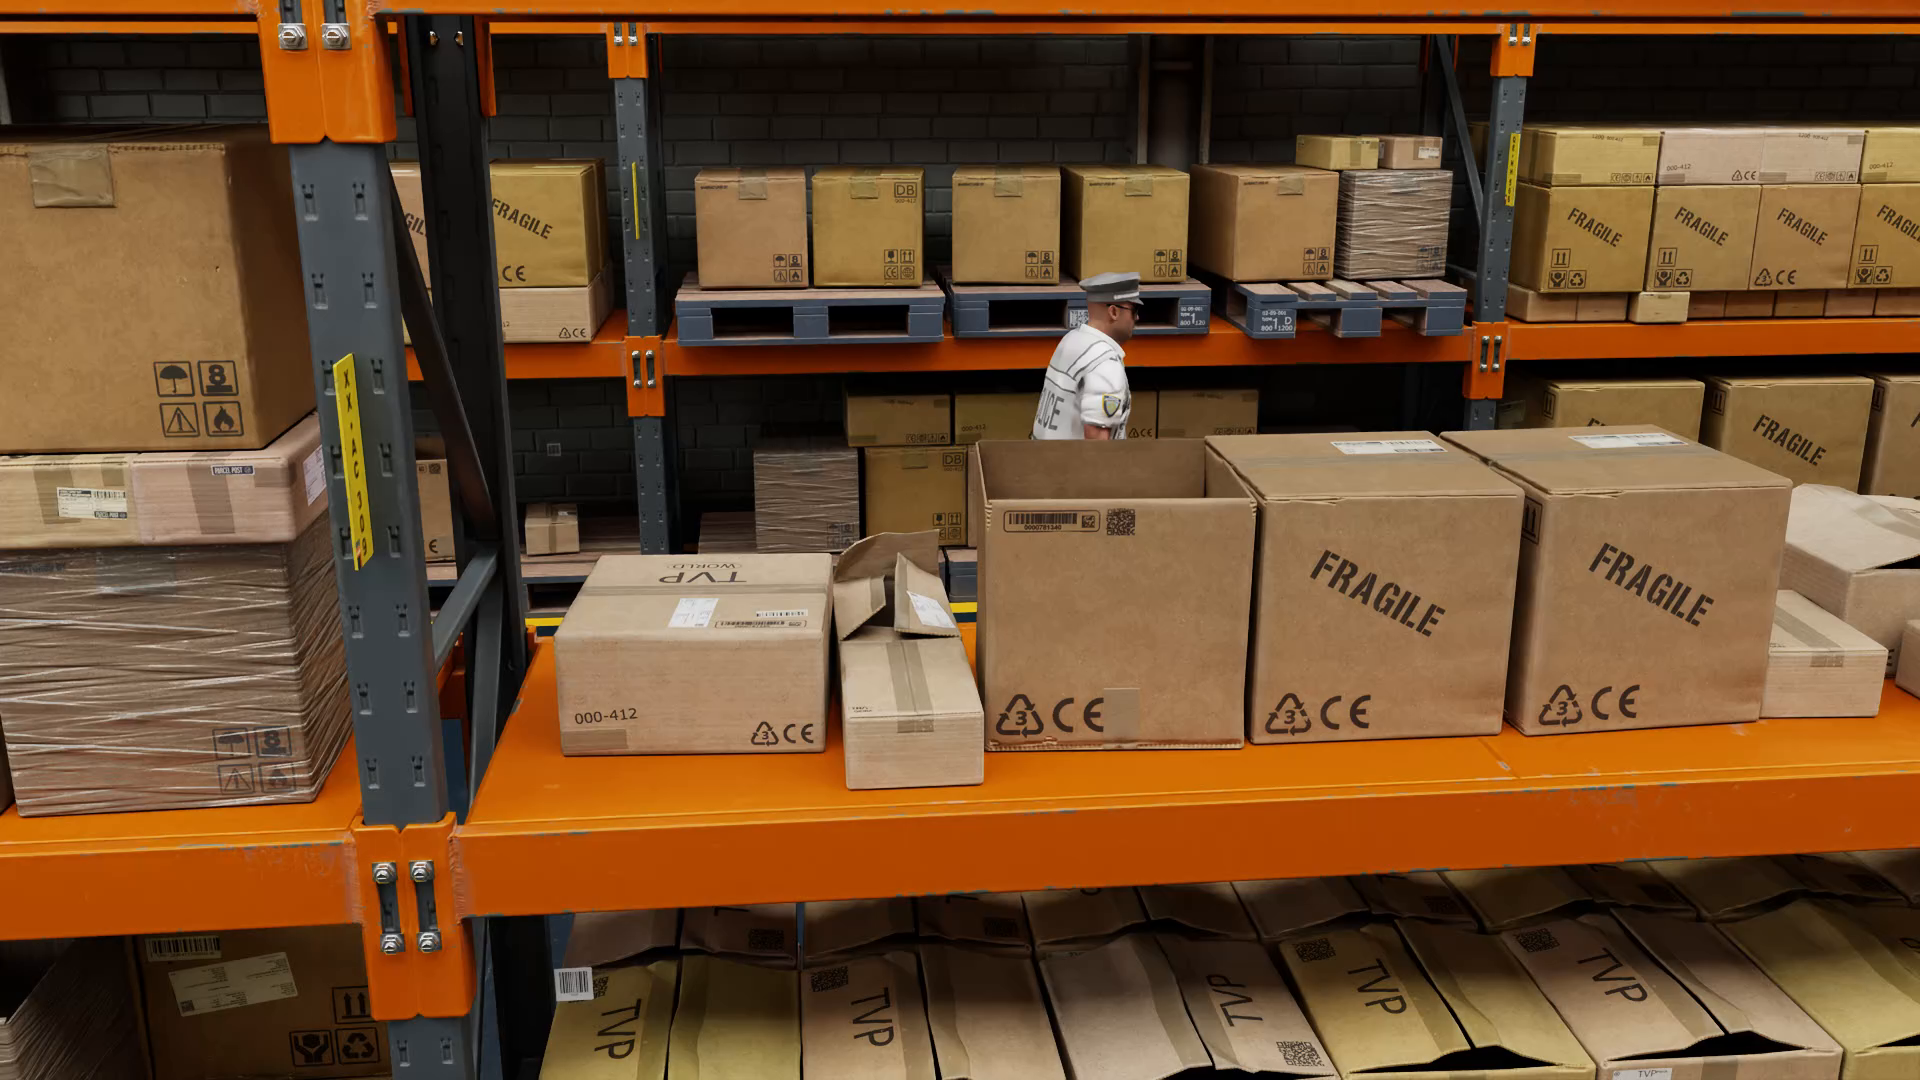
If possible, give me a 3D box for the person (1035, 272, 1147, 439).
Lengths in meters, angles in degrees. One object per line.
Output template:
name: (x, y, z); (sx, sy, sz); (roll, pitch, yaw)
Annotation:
person: (0.519, -0.191, 6.665); (0.434, 1.748, 0.594); (-2, 17, -7)
